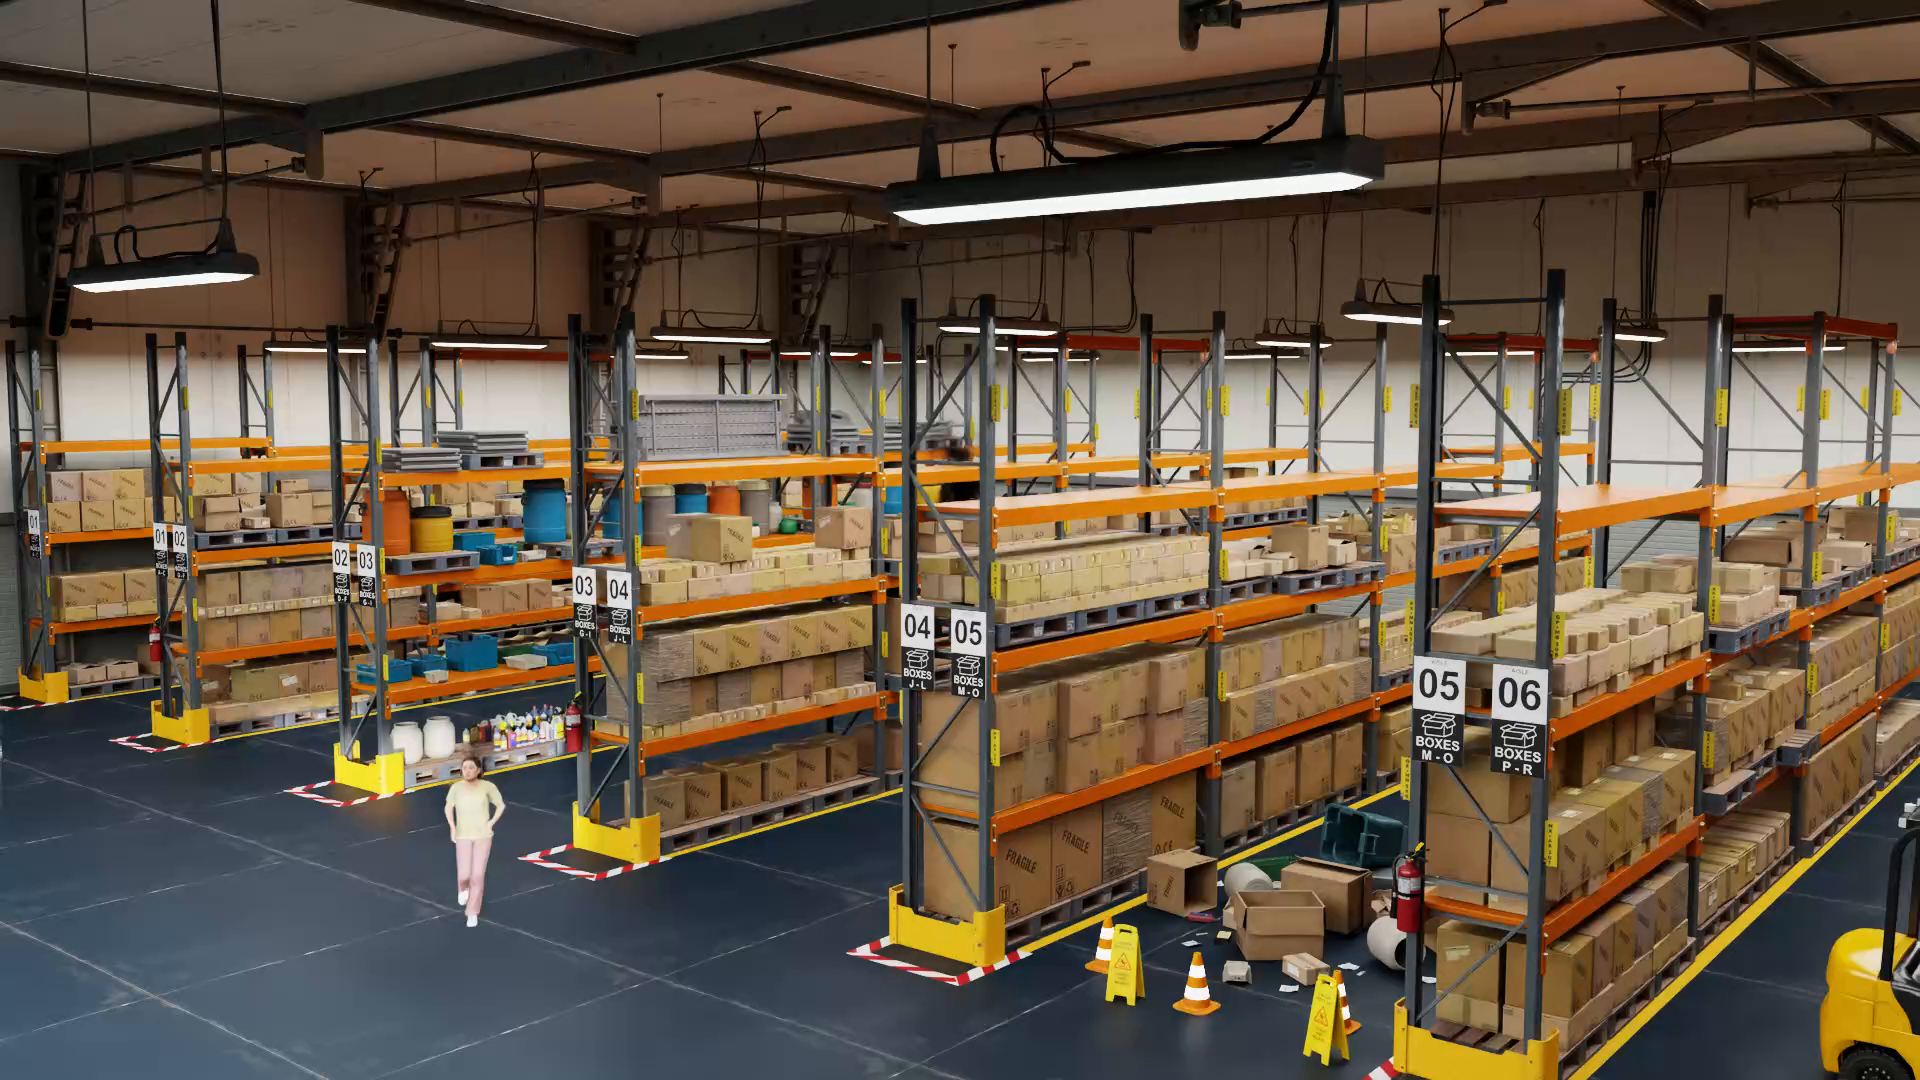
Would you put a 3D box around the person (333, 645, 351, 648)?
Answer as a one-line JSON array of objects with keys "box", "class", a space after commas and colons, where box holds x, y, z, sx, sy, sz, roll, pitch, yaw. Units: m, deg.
[{"box": [-10.736, 1.736, 29.080, 0.602, 1.676, 0.820, 4, 6, 37], "class": "person"}]

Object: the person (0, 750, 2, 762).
[{"box": [-11.061, 2.710, 18.705, 0.527, 1.561, 0.534, -4, 6, -35], "class": "person"}]

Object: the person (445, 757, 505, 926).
[{"box": [-4.711, 2.907, 16.143, 0.571, 1.638, 0.570, -1, 5, -9], "class": "person"}]
